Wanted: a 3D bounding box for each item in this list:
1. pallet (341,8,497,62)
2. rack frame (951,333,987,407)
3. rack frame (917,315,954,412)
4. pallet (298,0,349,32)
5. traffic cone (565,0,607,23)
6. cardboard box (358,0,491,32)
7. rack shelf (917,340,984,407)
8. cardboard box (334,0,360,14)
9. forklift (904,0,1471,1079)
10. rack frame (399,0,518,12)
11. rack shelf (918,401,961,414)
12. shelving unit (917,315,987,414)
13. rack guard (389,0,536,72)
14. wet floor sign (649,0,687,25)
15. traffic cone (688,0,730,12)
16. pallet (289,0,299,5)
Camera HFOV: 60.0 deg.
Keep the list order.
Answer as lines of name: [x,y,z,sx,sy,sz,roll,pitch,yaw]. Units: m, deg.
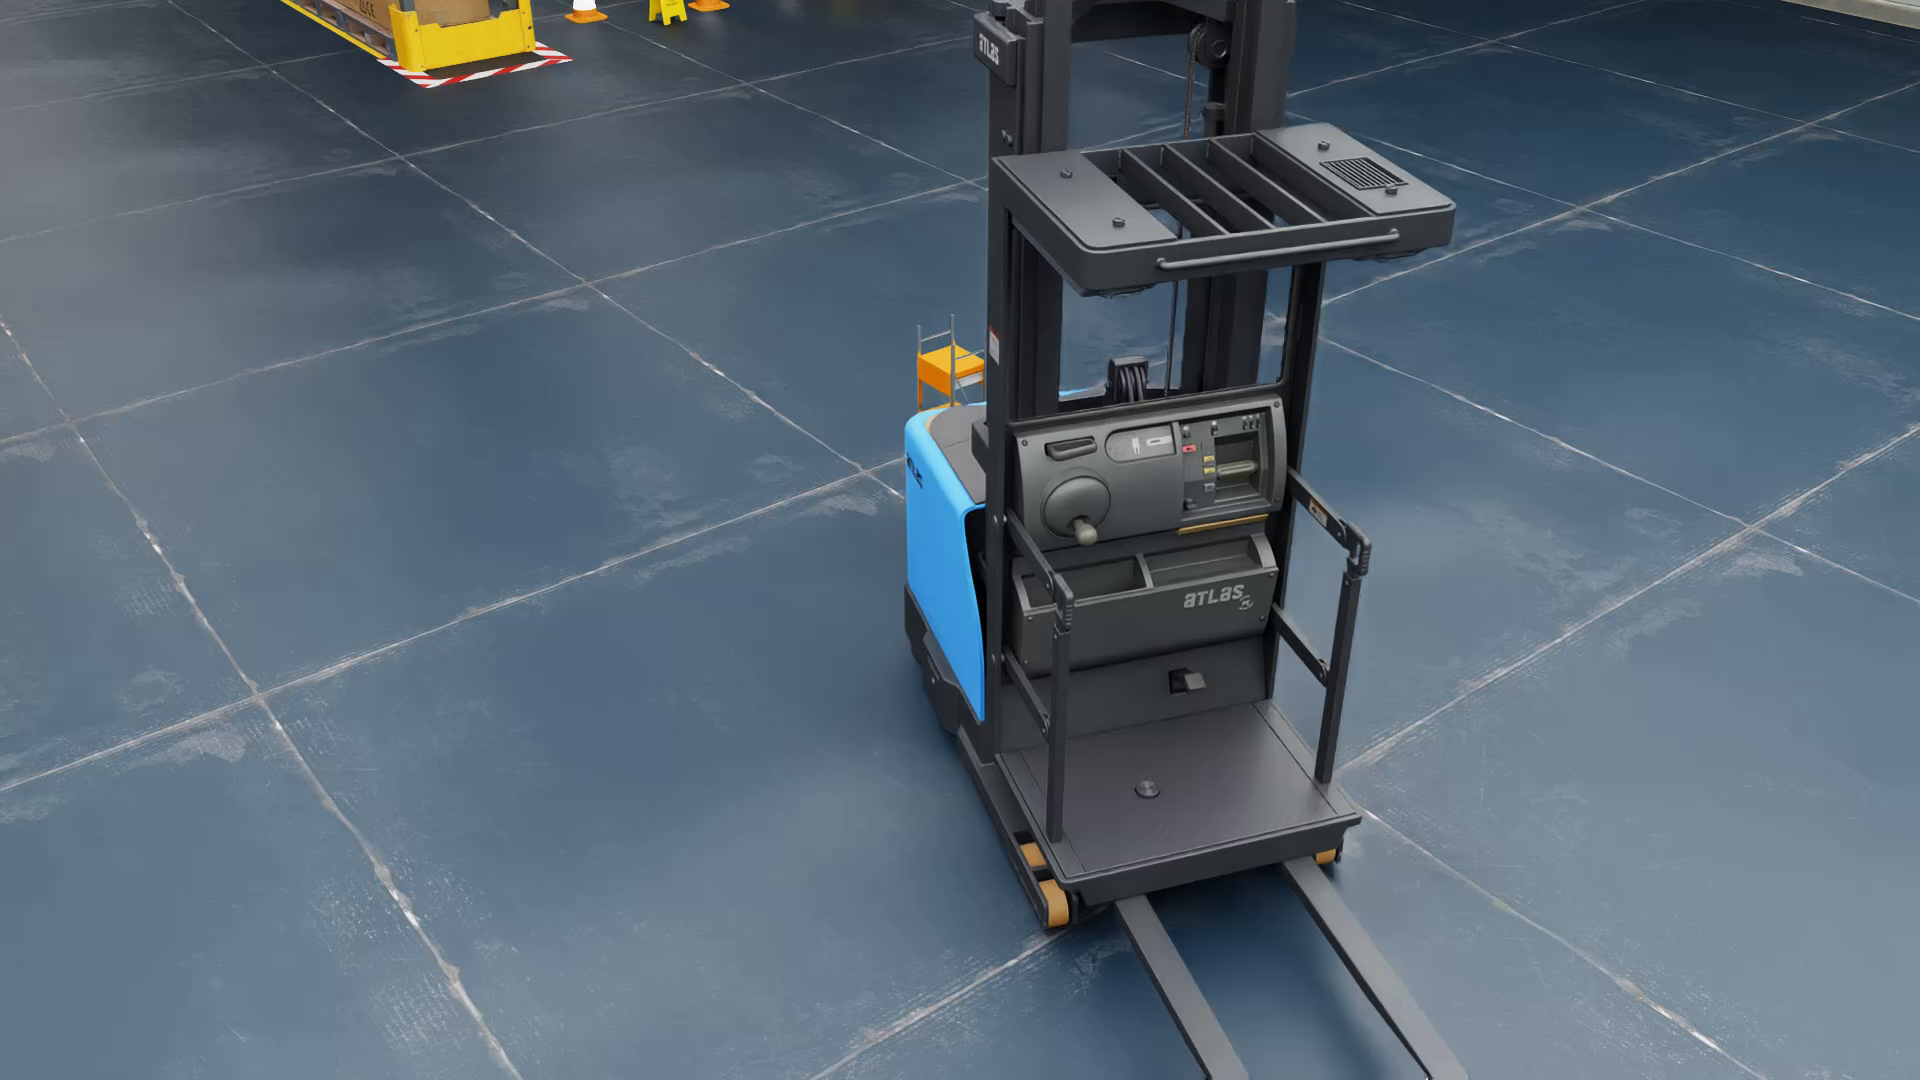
pallet: [-4.872,-4.641,15.023,1.003,0.211,1.213,-22,38,-31]
rack frame: [0.042,-0.417,7.427,0.200,1.050,0.008,-22,38,-31]
rack frame: [-0.108,-0.519,7.591,0.200,1.050,0.008,-22,38,-31]
pallet: [-5.616,-5.149,15.841,1.003,0.211,1.213,-22,38,-31]
traffic cone: [-3.523,-5.121,15.556,0.336,0.463,0.334,-22,38,-31]
cardboard box: [-4.788,-5.055,14.661,0.875,0.875,0.875,-22,38,-31]
rack shelf: [-0.033,-0.700,7.365,0.215,0.259,0.240,-22,38,-31]
cardboard box: [-5.329,-5.421,15.251,0.875,0.875,0.875,-23,39,-32]
forklift: [0.699,-0.169,5.244,1.130,2.935,3.031,-9,33,-15]
rack frame: [-4.320,-5.518,13.791,1.000,3.000,0.127,-22,38,-31]
rack shelf: [-0.033,-0.459,7.515,0.215,0.259,0.240,-22,38,-31]
shelving unit: [-0.033,-0.468,7.509,0.215,1.050,0.252,-22,38,-31]
rack guard: [-4.305,-4.446,14.434,1.175,0.500,0.348,-22,38,-31]
wet floor sign: [-2.738,-5.146,15.424,0.232,0.644,0.267,26,40,35]
traffic cone: [-2.422,-5.345,15.917,0.336,0.463,0.334,-22,38,-31]
pallet: [-6.368,-5.658,16.660,1.003,0.211,1.213,-22,38,-31]
